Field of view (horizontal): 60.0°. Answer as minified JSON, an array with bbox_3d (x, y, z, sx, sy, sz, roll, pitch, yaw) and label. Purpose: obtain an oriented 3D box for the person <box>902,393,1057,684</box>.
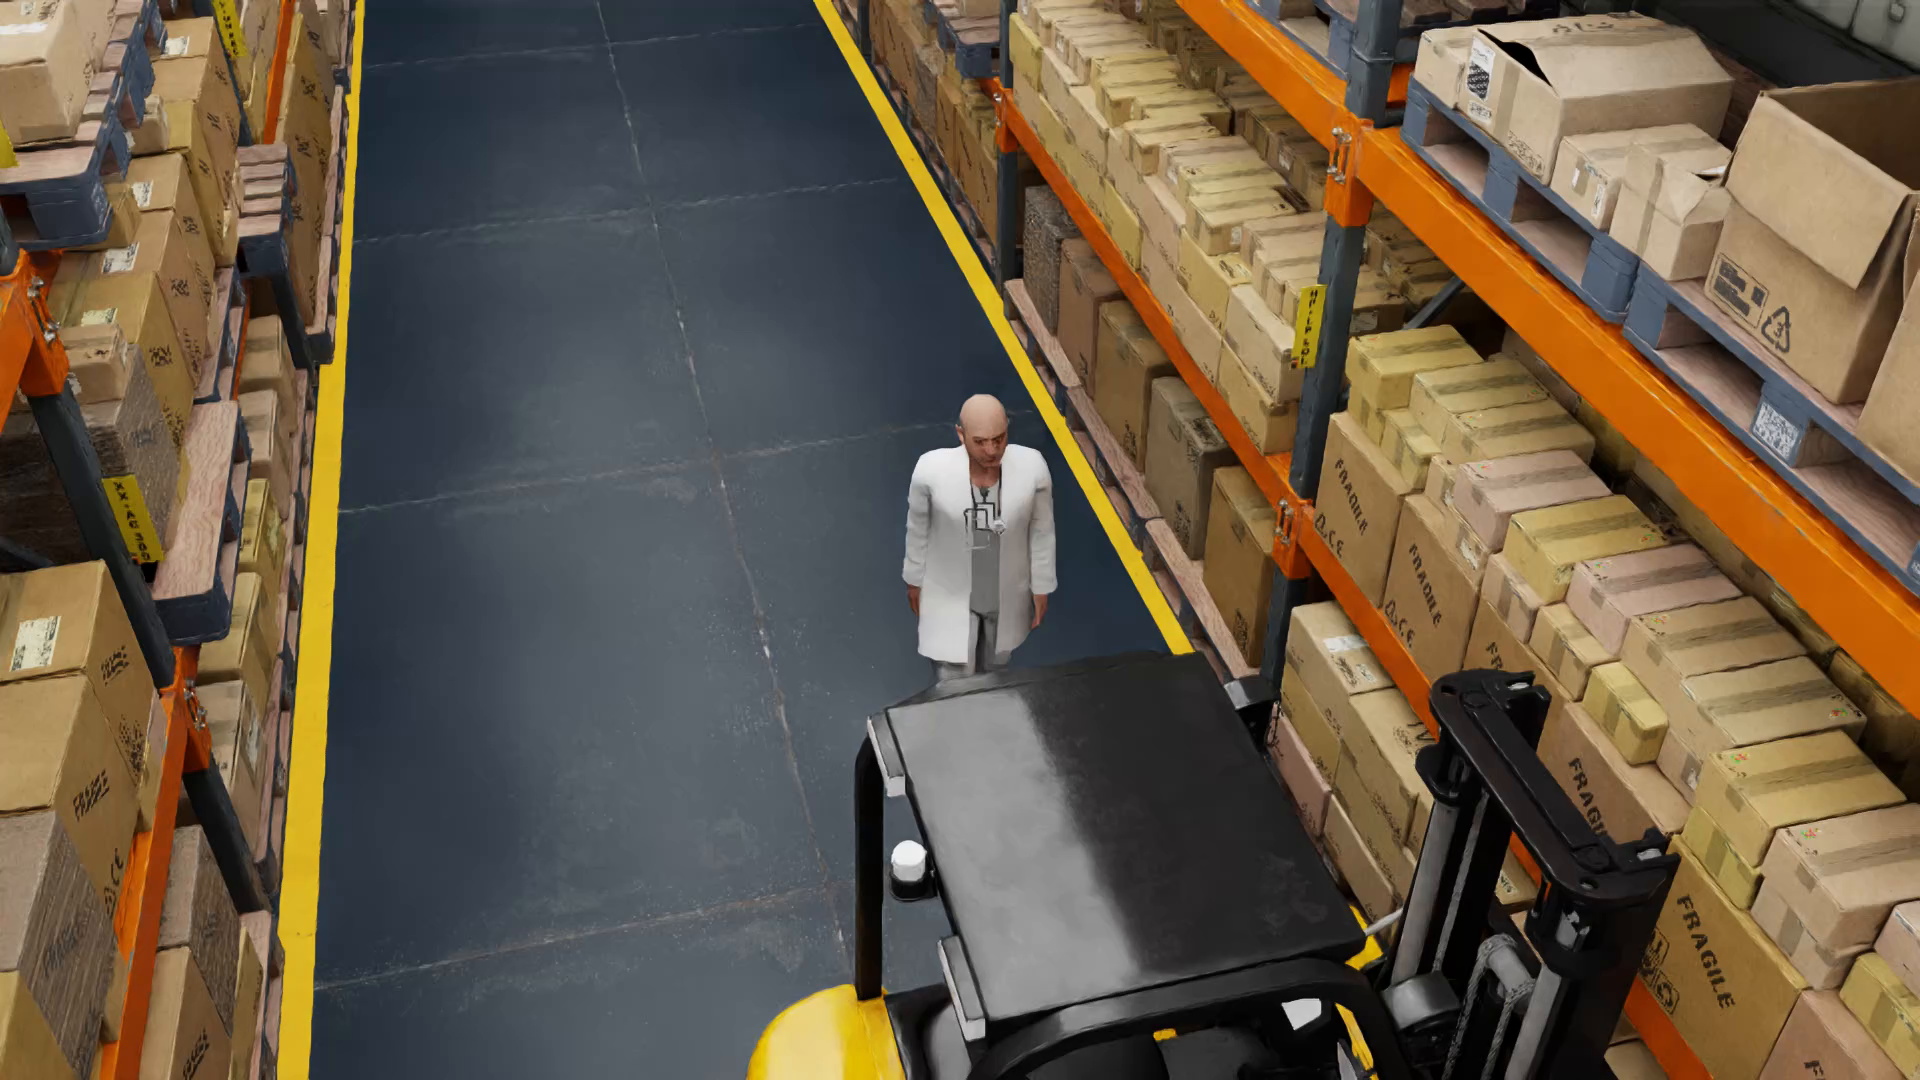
[{"bbox_3d":[0.095,0.228,6.415,0.583,1.779,0.645,-7,38,-9],"label":"person"}]
